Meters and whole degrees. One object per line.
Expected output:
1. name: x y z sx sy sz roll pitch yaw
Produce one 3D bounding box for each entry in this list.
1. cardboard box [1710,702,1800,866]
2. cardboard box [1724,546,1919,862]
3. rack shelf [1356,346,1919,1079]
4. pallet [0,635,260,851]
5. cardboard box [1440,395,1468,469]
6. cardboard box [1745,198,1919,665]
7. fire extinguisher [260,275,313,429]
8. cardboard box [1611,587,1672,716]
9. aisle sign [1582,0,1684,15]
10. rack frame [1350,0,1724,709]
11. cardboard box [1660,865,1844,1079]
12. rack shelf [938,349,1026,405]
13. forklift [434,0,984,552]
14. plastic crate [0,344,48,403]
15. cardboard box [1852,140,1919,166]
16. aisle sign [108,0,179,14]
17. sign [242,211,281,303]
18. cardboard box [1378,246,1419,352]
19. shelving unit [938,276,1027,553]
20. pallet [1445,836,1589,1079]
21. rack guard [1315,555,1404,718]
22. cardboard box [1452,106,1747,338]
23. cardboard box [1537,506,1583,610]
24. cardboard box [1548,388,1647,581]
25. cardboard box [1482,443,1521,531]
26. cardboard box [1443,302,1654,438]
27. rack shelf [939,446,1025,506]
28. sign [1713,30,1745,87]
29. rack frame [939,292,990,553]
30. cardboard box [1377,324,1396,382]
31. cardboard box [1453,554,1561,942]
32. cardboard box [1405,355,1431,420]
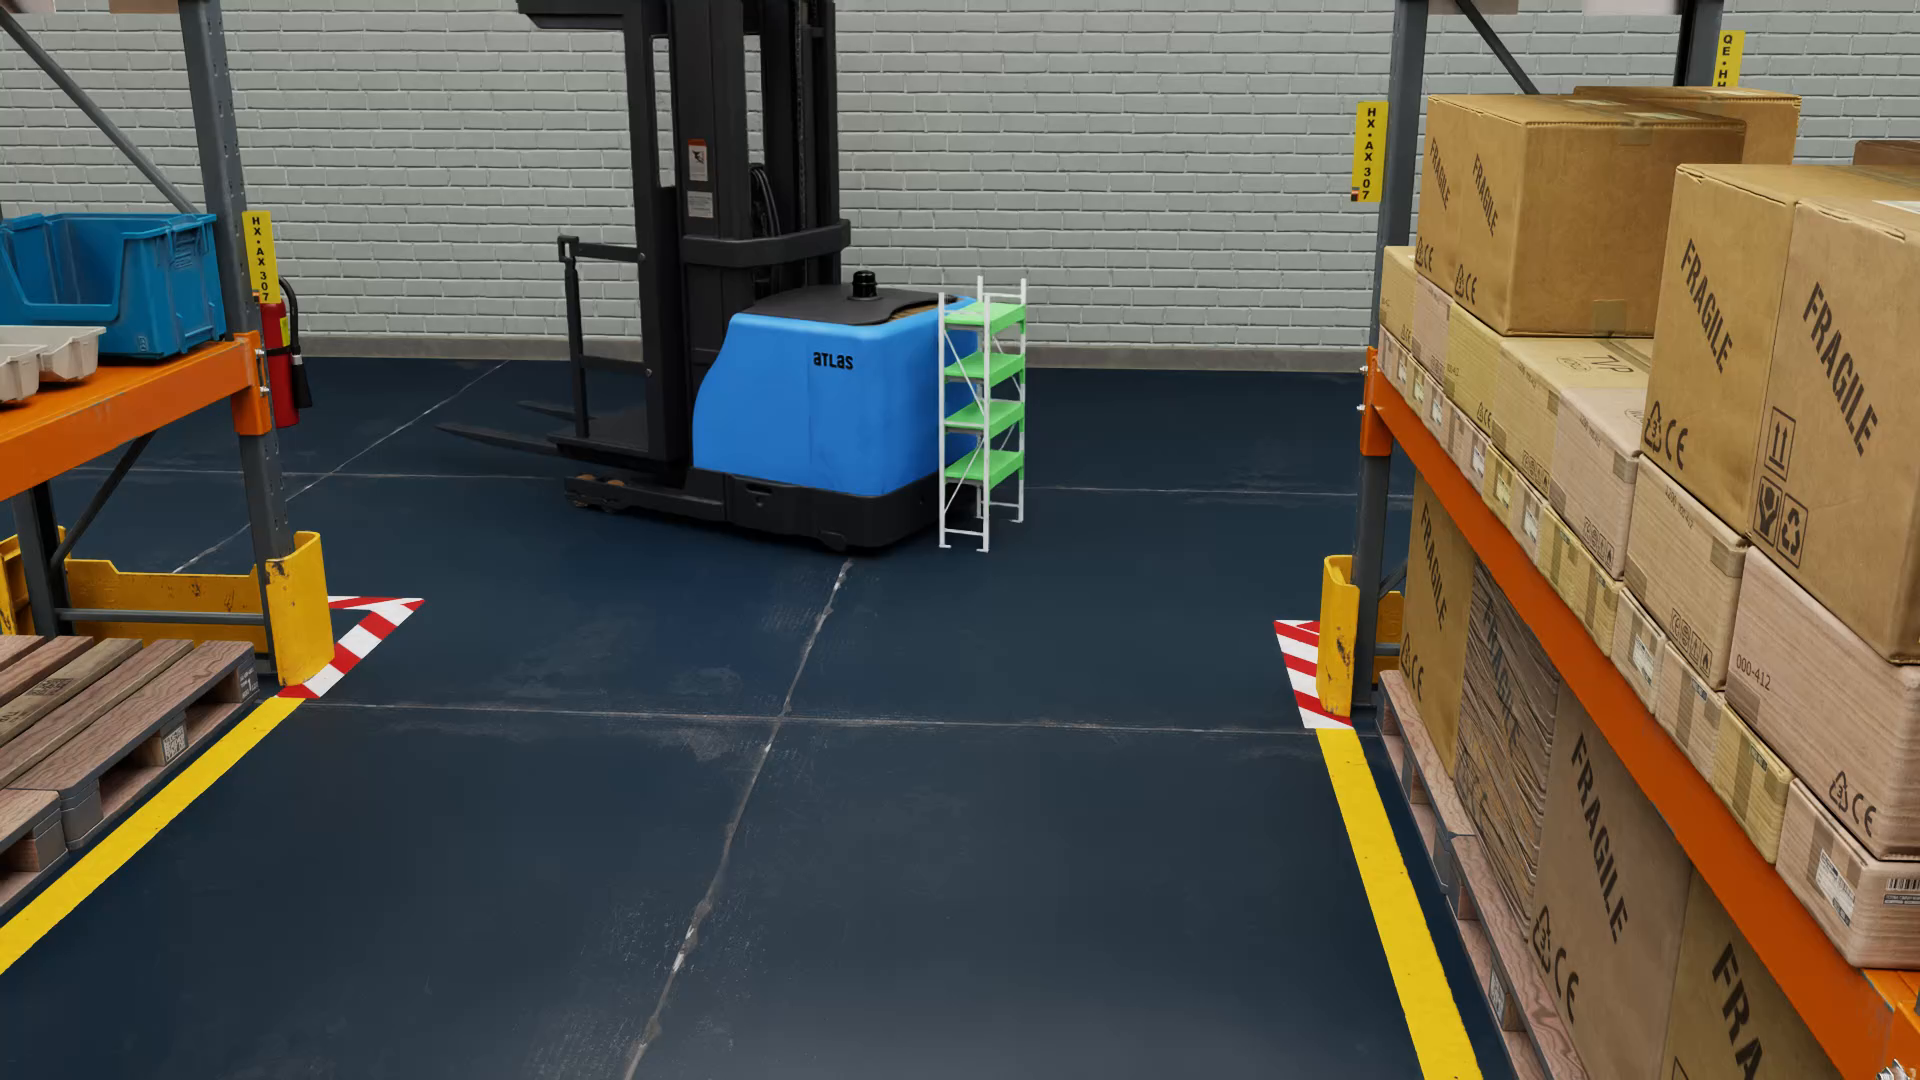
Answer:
1. cardboard box: 1.337 0.357 2.419 0.380 0.149 0.250 2 18 5
2. cardboard box: 1.393 0.207 2.238 0.500 0.250 0.500 1 18 3
3. rack shelf: 1.767 0.141 3.832 1.077 0.370 4.000 1 18 4
4. pallet: -3.128 0.647 5.608 1.003 0.211 1.213 1 18 4
5. cardboard box: 1.484 -0.281 4.367 0.380 0.149 0.250 1 18 3
6. cardboard box: 1.390 -0.155 2.139 0.500 0.500 0.500 2 18 5
7. fire extinguisher: -2.566 -0.756 6.135 0.296 0.674 0.183 1 18 4
8. cardboard box: 1.374 0.198 2.906 0.380 0.149 0.250 2 18 5
9. aisle sign: 2.215 -2.074 5.259 0.394 0.787 0.004 1 18 4
10. rack frame: 1.910 -0.822 5.616 1.000 3.000 0.127 1 18 4
11. cardboard box: 1.751 1.027 2.710 0.875 0.875 0.875 1 18 4
12. rack shelf: 0.108 -0.765 7.766 0.258 0.148 0.480 7 19 20
13. forklift: -1.412 -1.657 8.273 3.031 2.935 1.130 10 21 29
14. plastic crate: -2.943 -0.489 4.926 0.396 0.136 0.243 1 18 4
15. cardboard box: 1.988 -0.464 3.081 0.500 0.500 0.500 1 18 2
16. aisle sign: -2.733 -2.184 5.597 0.394 0.787 0.004 1 18 4
17. sign: -2.480 -1.003 5.906 0.100 0.325 0.005 1 18 4
18. cardboard box: 1.606 -0.750 5.156 0.500 0.250 0.500 1 18 2
19. shelving unit: 0.108 -0.598 7.821 0.258 1.200 0.503 7 19 20
20. pallet: 1.841 1.131 4.134 1.003 0.211 1.213 1 18 4
21. rack guard: 1.912 0.358 6.028 1.175 0.500 0.348 1 18 4
22. cardboard box: 1.539 -0.790 4.074 0.500 0.500 0.500 1 18 2
23. cardboard box: 1.410 0.038 3.393 0.380 0.149 0.250 1 18 3
24. cardboard box: 1.464 -0.113 3.212 0.500 0.250 0.500 2 18 5
25. cardboard box: 1.447 -0.122 3.883 0.380 0.149 0.250 1 18 3
26. cardboard box: 1.536 -0.432 4.187 0.500 0.250 0.500 1 18 2
27. rack shelf: 0.108 -0.309 7.916 0.258 0.148 0.480 7 19 20
28. sign: 2.450 -1.469 5.349 0.100 0.325 0.005 1 18 4
29. rack frame: 0.019 -0.527 7.605 0.240 1.200 0.015 7 19 20
30. cardboard box: 1.556 -0.600 5.341 0.380 0.149 0.250 1 18 5
31. cardboard box: 1.879 0.471 4.407 0.875 0.875 0.875 1 18 4
32. cardboard box: 1.521 -0.441 4.855 0.380 0.149 0.250 1 18 3
